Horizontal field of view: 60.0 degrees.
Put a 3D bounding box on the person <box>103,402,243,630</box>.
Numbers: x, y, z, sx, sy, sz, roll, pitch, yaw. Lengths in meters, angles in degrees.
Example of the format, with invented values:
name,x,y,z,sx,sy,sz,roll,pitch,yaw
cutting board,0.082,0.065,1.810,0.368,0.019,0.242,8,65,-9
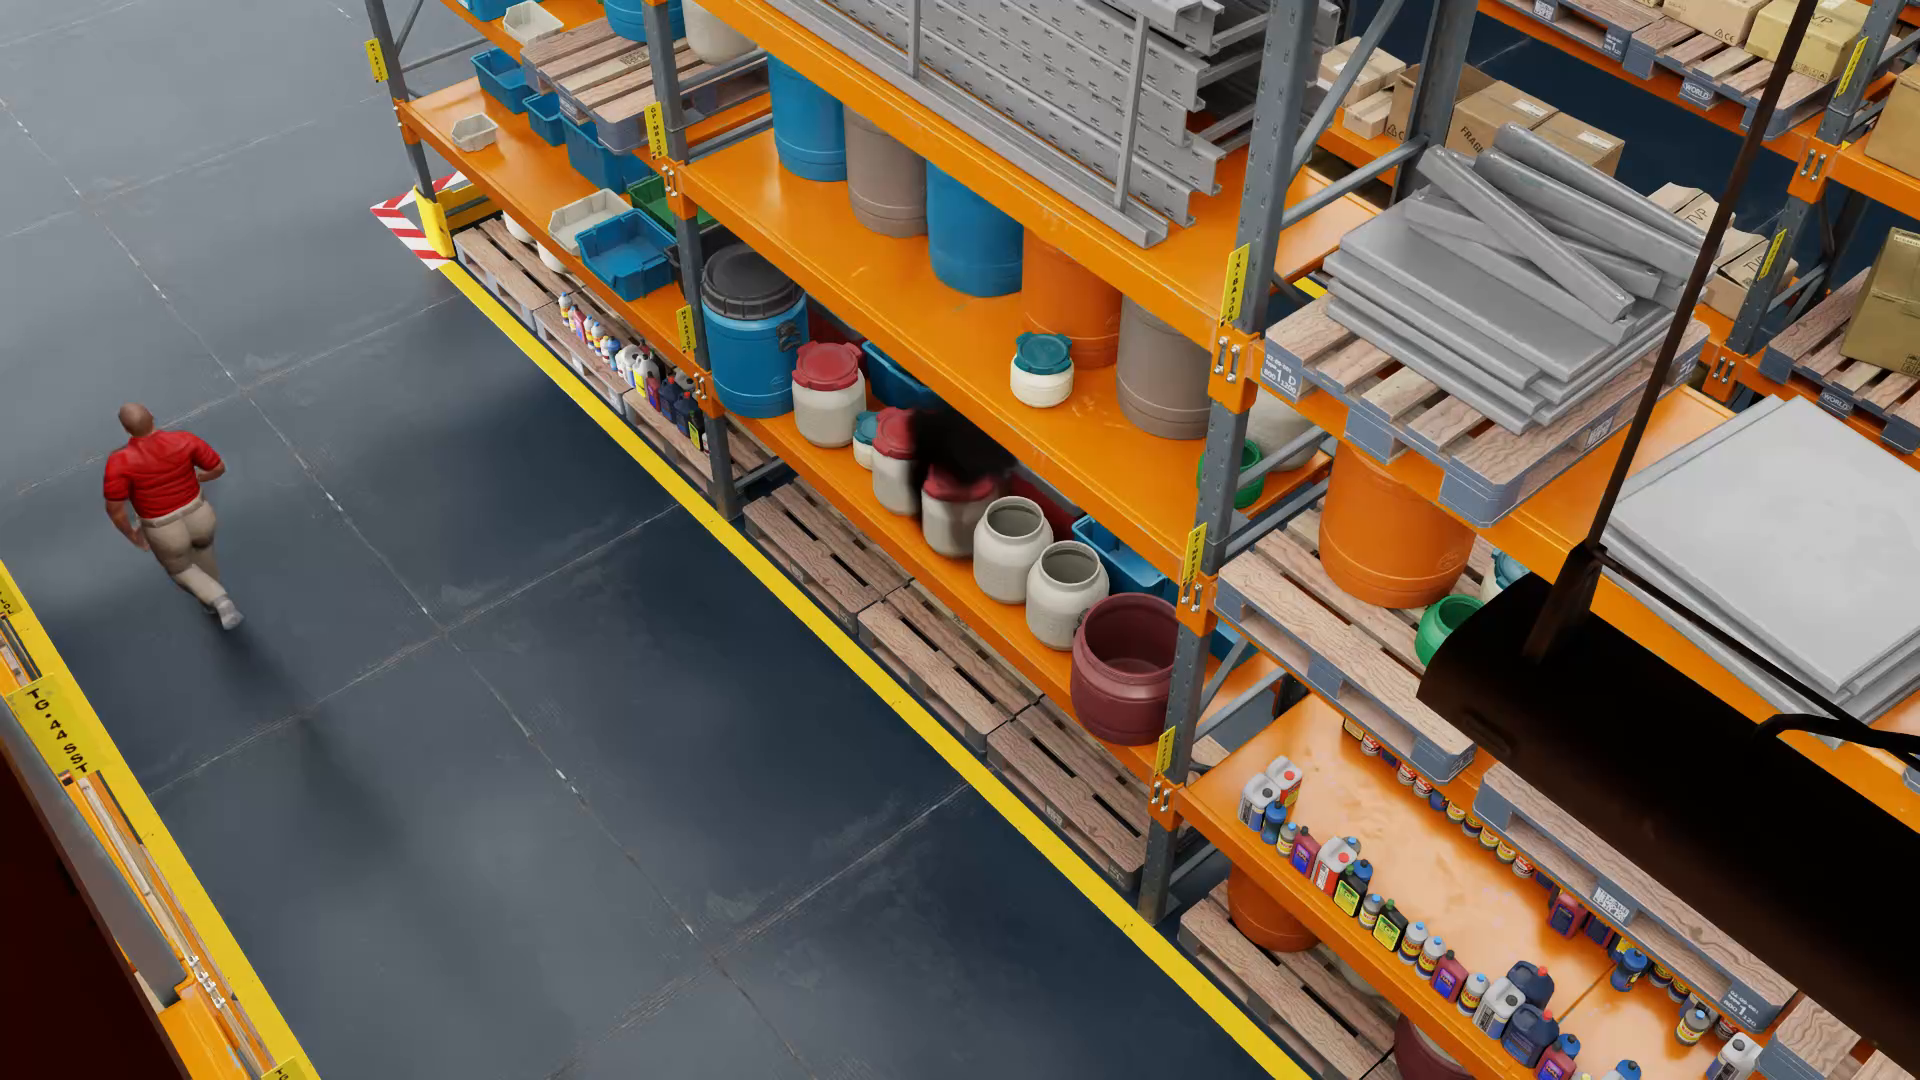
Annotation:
name,x,y,z,sx,sy,sz,roll,pitch,yaw
person,-4.570,-0.069,9.827,0.685,1.708,0.771,-34,55,-28
